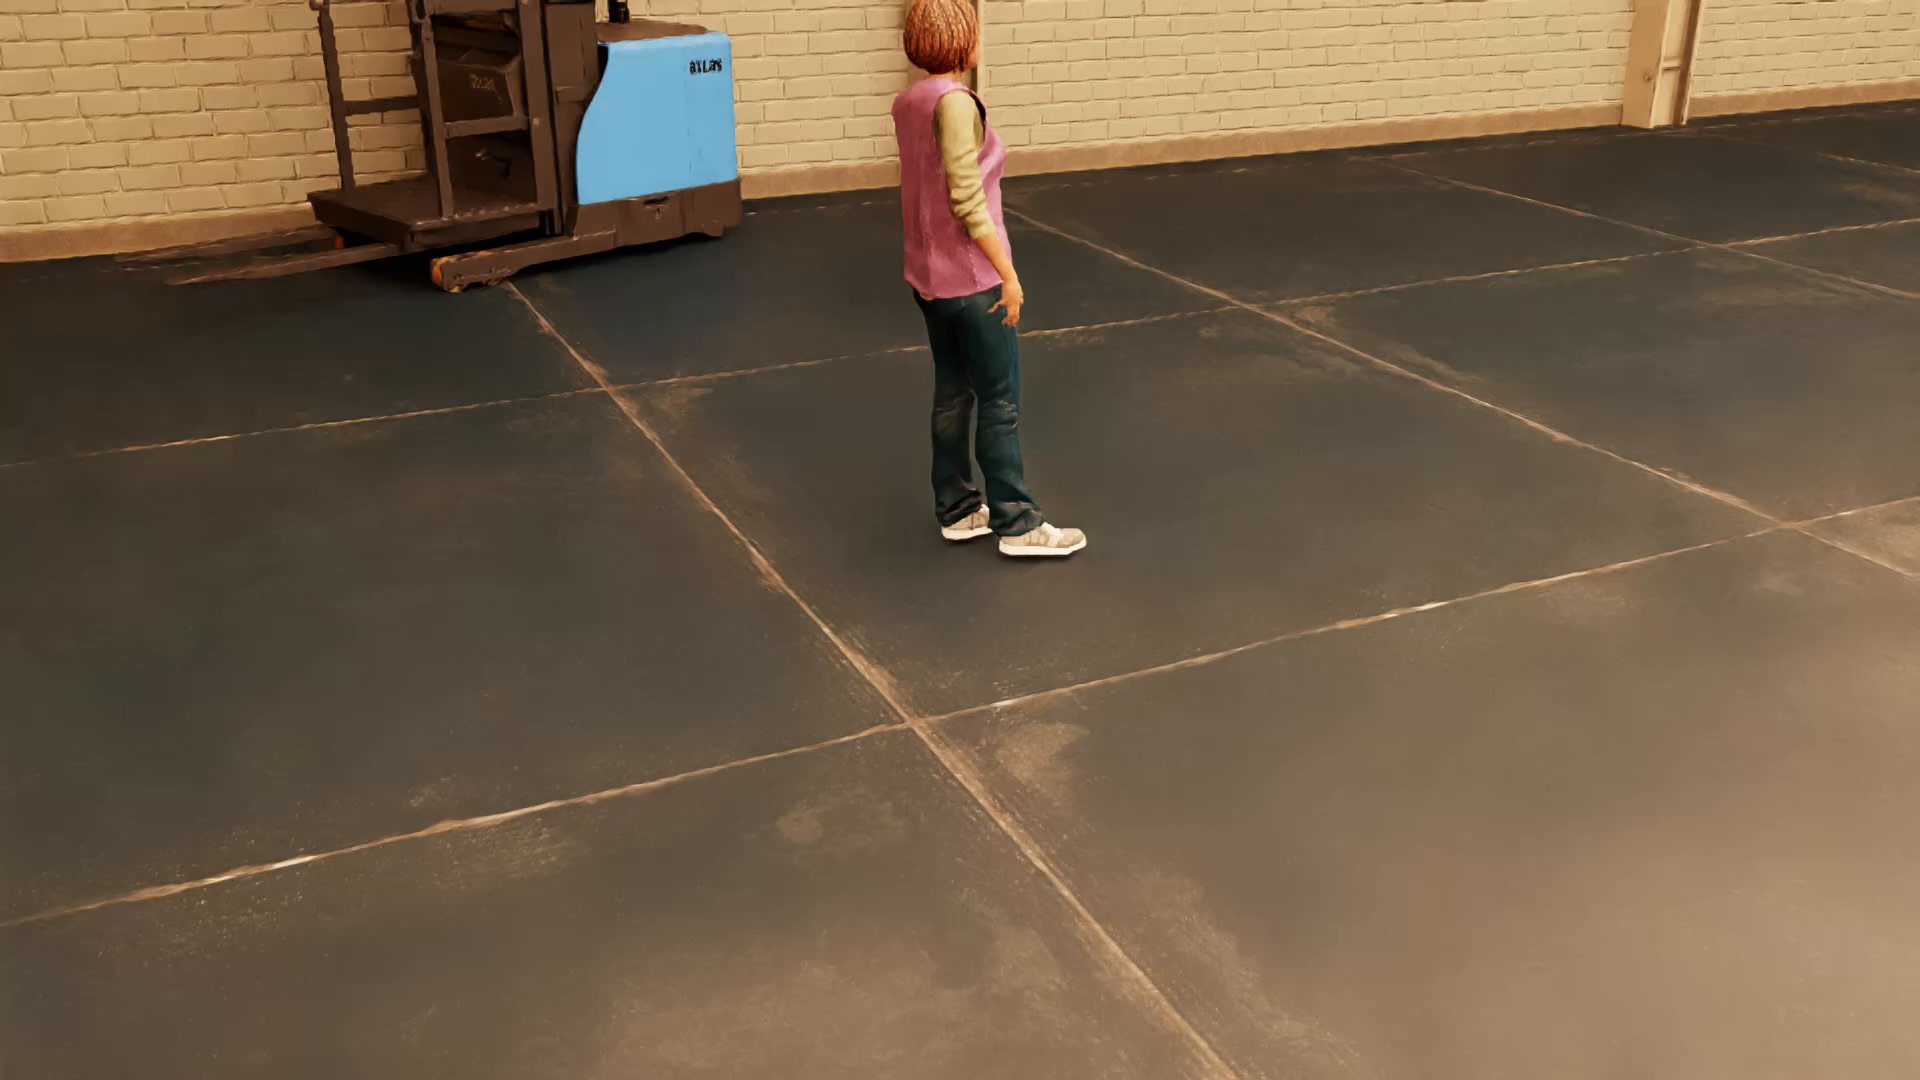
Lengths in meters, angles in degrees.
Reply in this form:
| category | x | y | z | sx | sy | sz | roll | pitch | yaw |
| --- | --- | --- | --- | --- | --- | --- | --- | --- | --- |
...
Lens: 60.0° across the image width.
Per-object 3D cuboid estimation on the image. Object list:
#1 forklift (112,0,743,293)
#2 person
| category | x | y | z | sx | sy | sz | roll | pitch | yaw |
| --- | --- | --- | --- | --- | --- | --- | --- | --- | --- |
| forklift | -2.587 | -2.759 | 7.926 | 1.130 | 2.935 | 3.031 | 21 | 30 | 41 |
| person | 0.073 | -0.744 | 4.818 | 0.474 | 1.583 | 0.520 | -10 | 25 | -23 |
